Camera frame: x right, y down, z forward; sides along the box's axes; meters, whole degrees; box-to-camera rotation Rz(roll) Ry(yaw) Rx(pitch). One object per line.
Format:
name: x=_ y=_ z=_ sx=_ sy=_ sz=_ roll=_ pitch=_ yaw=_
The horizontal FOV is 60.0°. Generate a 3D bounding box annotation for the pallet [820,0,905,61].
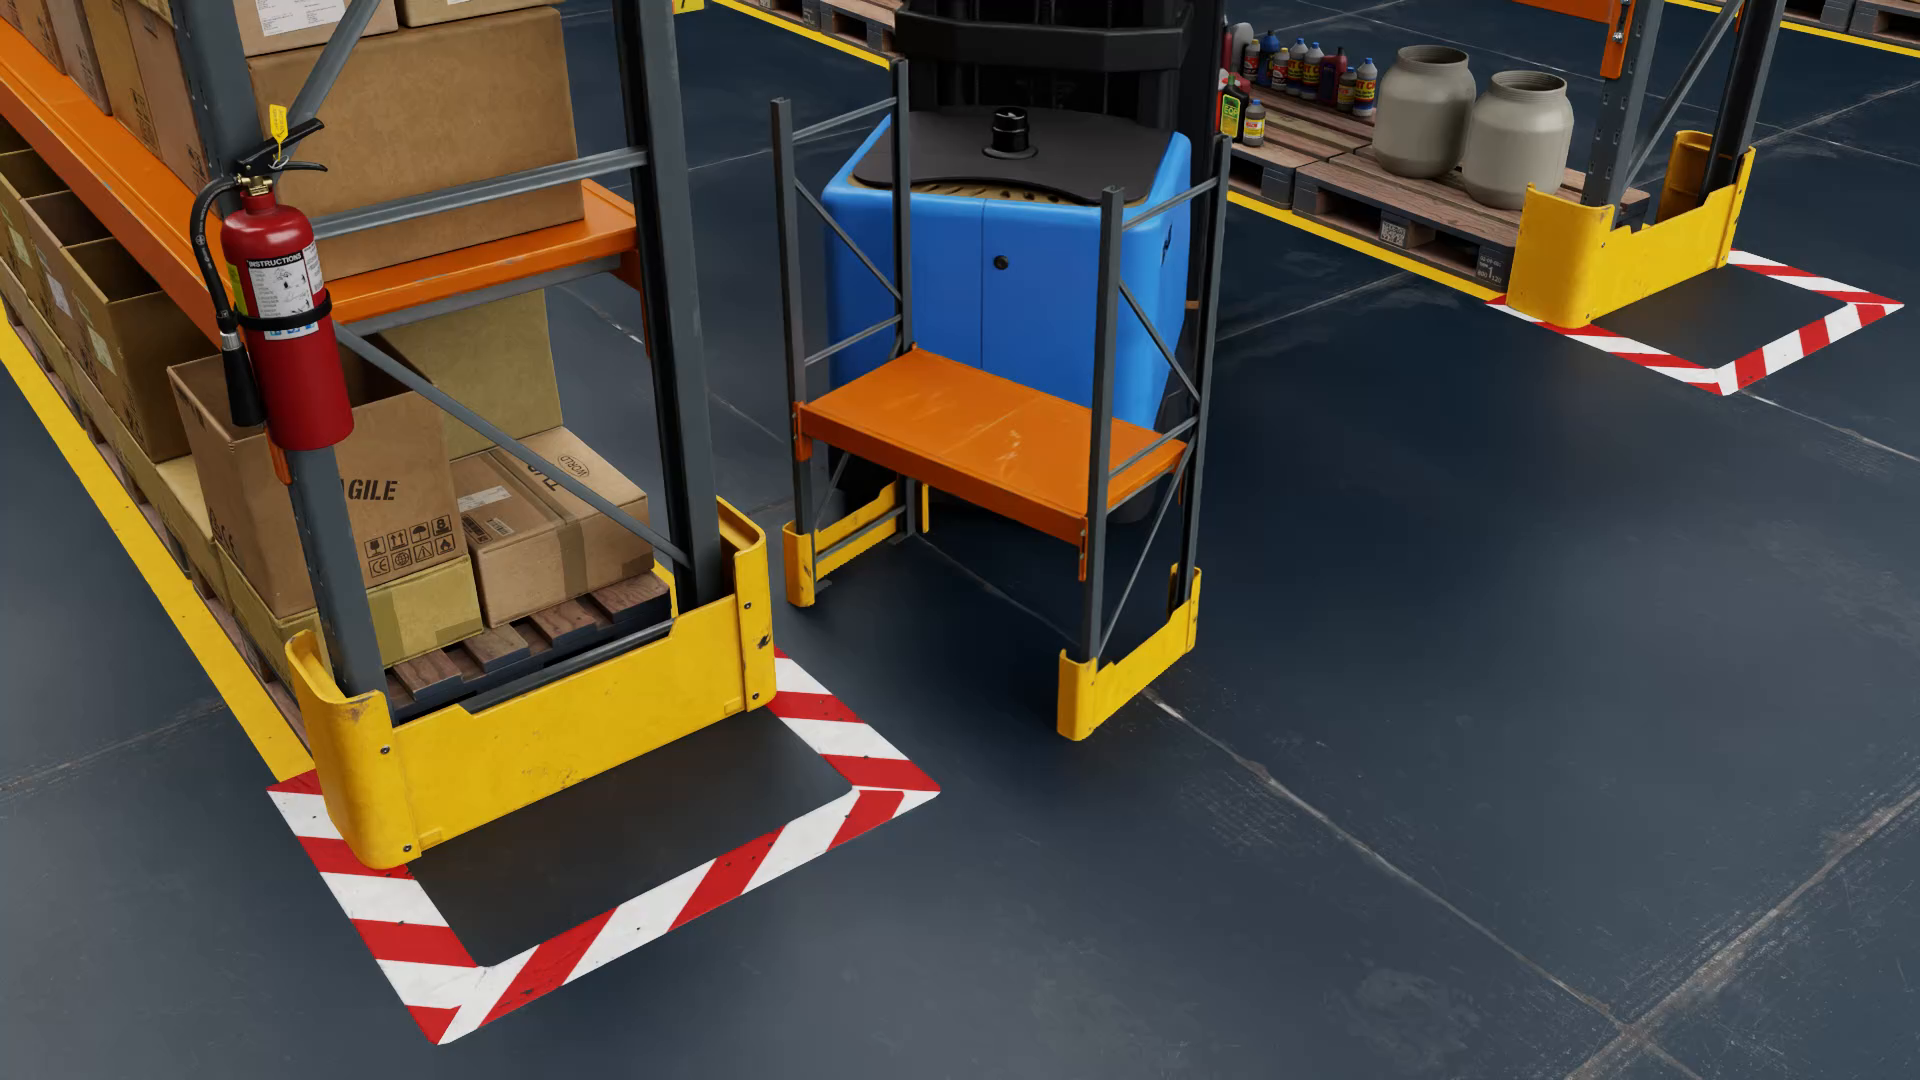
pallet: x=-0.110 y=-3.140 z=10.105 sx=1.003 sy=0.211 sz=1.213 roll=-22 pitch=38 yaw=-31

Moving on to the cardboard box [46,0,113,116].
cardboard box: x=-2.287 y=-1.627 z=4.932 sx=0.700 sy=0.500 sz=0.500 roll=-21 pitch=38 yaw=-30

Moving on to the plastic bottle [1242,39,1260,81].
plastic bottle: x=1.532 y=-2.509 z=8.681 sx=0.097 sy=0.201 sz=0.097 roll=0 pitch=32 yaw=0

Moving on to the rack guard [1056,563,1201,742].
rack guard: x=0.465 y=0.297 z=4.534 sx=0.087 sy=0.250 sz=0.587 roll=23 pitch=39 yaw=32

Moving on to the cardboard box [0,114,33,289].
cardboard box: x=-3.163 y=-1.237 z=5.896 sx=0.500 sy=0.500 sz=0.500 roll=-22 pitch=38 yaw=-31

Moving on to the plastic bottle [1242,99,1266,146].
plastic bottle: x=1.383 y=-1.964 z=7.805 sx=0.097 sy=0.201 sz=0.097 roll=0 pitch=32 yaw=0

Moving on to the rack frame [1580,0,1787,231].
rack frame: x=2.855 y=-2.343 z=6.179 sx=1.000 sy=3.000 sz=0.127 roll=-22 pitch=38 yaw=-31

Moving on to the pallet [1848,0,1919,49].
pallet: x=6.251 y=-3.142 z=10.109 sx=1.003 sy=0.211 sz=1.213 roll=-22 pitch=38 yaw=-31

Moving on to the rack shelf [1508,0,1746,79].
rack shelf: x=1.629 y=-2.871 z=7.711 sx=1.077 sy=0.370 sz=4.000 roll=-22 pitch=38 yaw=-31

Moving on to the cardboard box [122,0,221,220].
cardboard box: x=-1.662 y=-1.200 z=4.244 sx=0.700 sy=0.500 sz=0.500 roll=-21 pitch=38 yaw=-30

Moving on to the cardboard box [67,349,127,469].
cardboard box: x=-2.551 y=-0.501 z=5.422 sx=0.500 sy=0.250 sz=0.500 roll=-22 pitch=38 yaw=-31

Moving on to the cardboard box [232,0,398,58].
cardboard box: x=-1.444 y=-1.157 z=3.561 sx=0.380 sy=0.149 sz=0.250 roll=-23 pitch=39 yaw=-32

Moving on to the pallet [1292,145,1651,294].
pallet: x=2.278 y=-1.515 z=7.489 sx=1.003 sy=0.211 sz=1.213 roll=-22 pitch=38 yaw=-31

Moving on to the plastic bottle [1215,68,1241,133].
plastic bottle: x=1.250 y=-2.110 z=7.969 sx=0.152 sy=0.276 sz=0.135 roll=-22 pitch=38 yaw=-31

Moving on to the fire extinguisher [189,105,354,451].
fire extinguisher: x=-1.354 y=-0.509 z=3.300 sx=0.296 sy=0.674 sz=0.183 roll=-22 pitch=38 yaw=-31

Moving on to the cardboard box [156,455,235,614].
cardboard box: x=-1.938 y=-0.084 z=4.751 sx=0.500 sy=0.250 sz=0.500 roll=-22 pitch=38 yaw=-31

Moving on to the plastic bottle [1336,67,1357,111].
plastic bottle: x=1.926 y=-2.240 z=8.249 sx=0.097 sy=0.201 sz=0.097 roll=0 pitch=32 yaw=0

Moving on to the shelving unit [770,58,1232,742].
shelving unit: x=0.078 y=-0.399 z=4.471 sx=1.083 sy=1.500 sz=0.587 roll=23 pitch=39 yaw=32

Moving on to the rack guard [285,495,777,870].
rack guard: x=-1.045 y=0.330 z=4.244 sx=1.175 sy=0.500 sz=0.348 roll=-22 pitch=38 yaw=-31

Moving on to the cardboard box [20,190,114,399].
cardboard box: x=-2.554 y=-0.819 z=5.222 sx=0.500 sy=0.500 sz=0.500 roll=-22 pitch=38 yaw=-31

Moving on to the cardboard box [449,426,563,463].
cardboard box: x=-1.522 y=-0.255 z=5.025 sx=0.500 sy=0.250 sz=0.500 roll=-22 pitch=38 yaw=-31

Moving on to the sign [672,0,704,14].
sign: x=-0.617 y=-1.320 z=3.637 sx=0.100 sy=0.325 sz=0.005 roll=-22 pitch=38 yaw=-31

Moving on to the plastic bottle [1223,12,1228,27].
plastic bottle: x=1.341 y=-2.682 z=8.818 sx=0.144 sy=0.351 sz=0.185 roll=-23 pitch=38 yaw=-32

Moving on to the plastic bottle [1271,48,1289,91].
plastic bottle: x=1.658 y=-2.423 z=8.544 sx=0.097 sy=0.201 sz=0.097 roll=0 pitch=32 yaw=0

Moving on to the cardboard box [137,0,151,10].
cardboard box: x=-1.763 y=-1.372 z=3.907 sx=0.380 sy=0.149 sz=0.250 roll=-23 pitch=38 yaw=-32

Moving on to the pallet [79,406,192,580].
pallet: x=-2.306 y=-0.370 z=5.646 sx=1.003 sy=0.211 sz=1.213 roll=-22 pitch=38 yaw=-31

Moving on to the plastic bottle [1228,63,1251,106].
plastic bottle: x=1.334 y=-2.148 z=8.023 sx=0.061 sy=0.283 sz=0.133 roll=-22 pitch=38 yaw=-31

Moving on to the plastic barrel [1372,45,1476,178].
plastic barrel: x=2.084 y=-1.923 z=7.463 sx=0.421 sy=0.512 sz=0.421 roll=0 pitch=32 yaw=0

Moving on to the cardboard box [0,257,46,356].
cardboard box: x=-3.165 y=-0.918 z=6.092 sx=0.500 sy=0.250 sz=0.500 roll=-22 pitch=38 yaw=-31

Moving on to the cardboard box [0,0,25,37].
cardboard box: x=-2.907 y=-2.051 z=5.614 sx=0.700 sy=0.500 sz=0.500 roll=-23 pitch=38 yaw=-32

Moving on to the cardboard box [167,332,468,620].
cardboard box: x=-1.623 y=-0.198 z=4.223 sx=0.500 sy=0.500 sz=0.500 roll=-22 pitch=38 yaw=-31

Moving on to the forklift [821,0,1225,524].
forklift: x=0.403 y=-2.062 z=5.792 sx=1.130 sy=2.935 sz=3.031 roll=7 pitch=33 yaw=11

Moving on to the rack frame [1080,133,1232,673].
rack frame: x=0.480 y=-0.227 z=4.194 sx=0.032 sy=1.500 sz=0.500 roll=23 pitch=39 yaw=32

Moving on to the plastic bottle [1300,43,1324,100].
plastic bottle: x=1.780 y=-2.370 z=8.391 sx=0.097 sy=0.271 sz=0.097 roll=0 pitch=32 yaw=0
